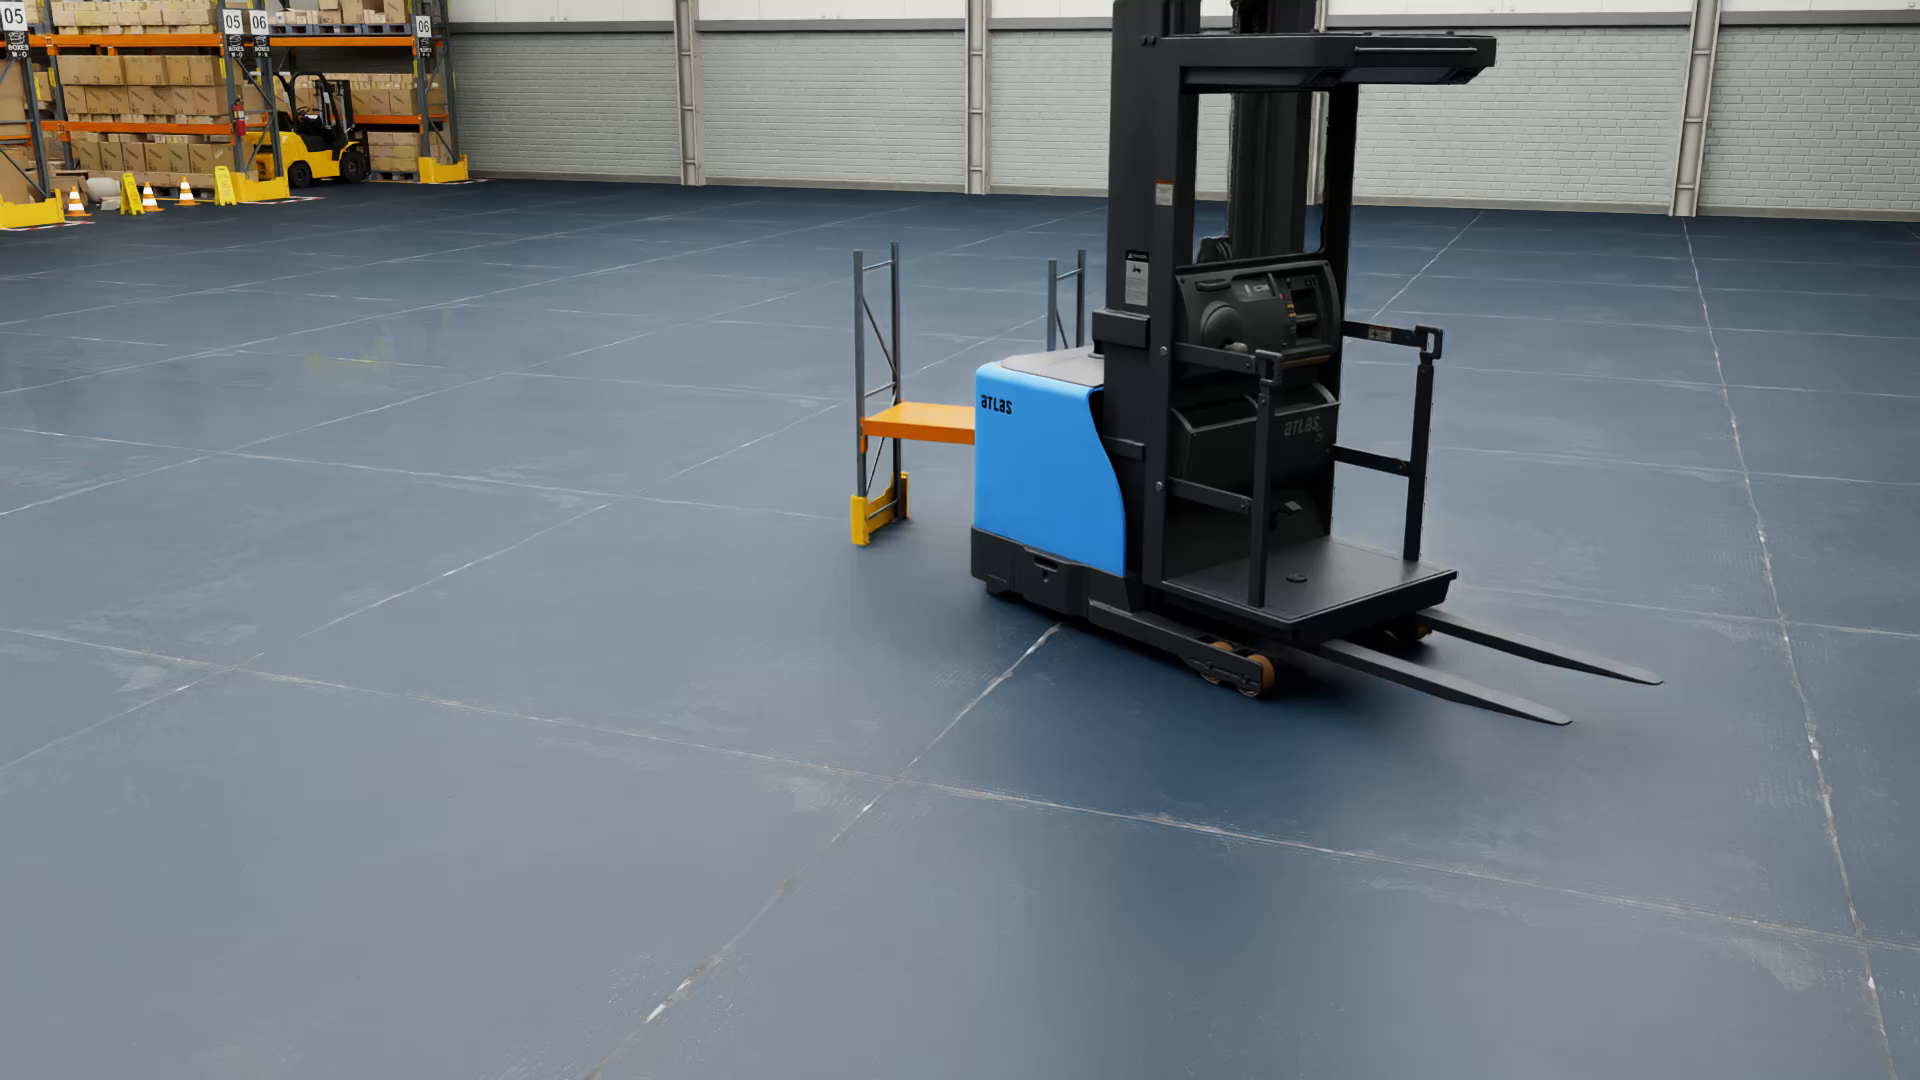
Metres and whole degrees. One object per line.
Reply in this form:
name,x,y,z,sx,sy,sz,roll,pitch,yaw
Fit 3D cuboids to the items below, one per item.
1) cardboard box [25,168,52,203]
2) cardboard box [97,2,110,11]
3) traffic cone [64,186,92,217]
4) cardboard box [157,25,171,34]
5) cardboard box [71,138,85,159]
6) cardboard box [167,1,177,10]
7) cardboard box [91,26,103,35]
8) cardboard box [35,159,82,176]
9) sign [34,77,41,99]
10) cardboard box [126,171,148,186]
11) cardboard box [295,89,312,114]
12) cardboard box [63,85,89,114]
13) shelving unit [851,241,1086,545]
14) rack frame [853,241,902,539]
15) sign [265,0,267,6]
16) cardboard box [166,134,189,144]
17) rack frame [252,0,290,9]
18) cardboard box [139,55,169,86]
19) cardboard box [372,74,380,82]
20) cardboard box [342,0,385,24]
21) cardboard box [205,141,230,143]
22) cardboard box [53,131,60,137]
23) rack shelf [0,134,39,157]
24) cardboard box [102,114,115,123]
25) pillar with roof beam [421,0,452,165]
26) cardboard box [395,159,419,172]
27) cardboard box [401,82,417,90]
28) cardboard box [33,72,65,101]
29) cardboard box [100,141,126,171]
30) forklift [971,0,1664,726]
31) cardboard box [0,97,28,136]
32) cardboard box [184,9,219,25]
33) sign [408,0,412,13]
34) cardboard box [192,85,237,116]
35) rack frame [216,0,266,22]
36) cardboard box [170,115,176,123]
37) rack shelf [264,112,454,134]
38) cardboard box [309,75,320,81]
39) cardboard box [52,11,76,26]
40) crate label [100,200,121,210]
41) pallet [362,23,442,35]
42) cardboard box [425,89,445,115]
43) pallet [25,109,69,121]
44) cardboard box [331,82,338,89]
cardboard box,-15.771,-5.952,28.030,0.503,0.637,0.797,6,17,21
cardboard box,-14.904,-9.370,29.209,0.250,0.149,0.380,6,17,19
traffic cone,-14.030,-5.379,26.373,0.334,0.463,0.336,6,17,21
cardboard box,-13.708,-8.862,28.891,0.250,0.149,0.380,6,17,20
cardboard box,-19.381,-8.671,36.891,0.500,0.500,0.500,7,18,23
cardboard box,-13.445,-9.227,28.717,0.250,0.149,0.380,6,17,21
cardboard box,-15.144,-9.029,29.465,0.250,0.149,0.380,7,18,22
cardboard box,-16.545,-6.871,30.922,0.625,0.372,0.950,7,17,21
sign,-13.848,-6.772,24.926,0.005,0.325,0.100,6,17,21
cardboard box,-14.611,-6.524,29.944,0.500,0.250,0.500,6,17,20
cardboard box,-13.431,-9.052,34.295,0.500,0.500,0.500,7,17,22
cardboard box,-15.749,-7.952,29.972,0.500,0.500,0.500,6,17,20
shelving unit,0.042,-0.723,8.474,1.083,1.500,0.587,6,17,21
rack frame,-0.422,-0.774,8.650,0.032,1.500,0.500,6,17,21
sign,-12.136,-9.470,28.966,0.005,0.325,0.100,6,17,21
cardboard box,-13.775,-7.083,29.362,0.250,0.149,0.380,7,17,22
rack frame,-14.238,-12.047,34.031,0.127,3.000,1.000,6,17,21
cardboard box,-13.871,-8.215,29.085,0.500,0.500,0.700,6,17,20
cardboard box,-11.626,-9.323,33.531,0.250,0.149,0.380,6,17,21
cardboard box,-11.934,-10.608,33.341,0.500,0.500,0.700,6,17,21
cardboard box,-13.494,-6.919,29.961,0.500,0.500,0.500,6,17,19
cardboard box,-19.945,-9.054,37.048,0.250,0.149,0.380,6,17,21
rack shelf,-15.918,-6.034,25.369,4.000,0.370,1.077,6,17,21
cardboard box,-15.151,-7.576,29.841,0.250,0.149,0.380,7,18,22
pillar with roof beam,-12.414,-10.826,29.826,0.400,9.000,9.100,6,17,21
cardboard box,-11.070,-7.604,33.666,0.500,0.250,0.500,6,17,21
cardboard box,-10.942,-9.079,33.225,0.250,0.149,0.380,7,17,21
cardboard box,-16.570,-8.259,30.275,0.500,0.500,0.500,6,17,20
cardboard box,-15.104,-6.938,30.024,0.500,0.500,0.500,7,18,23
forklift,1.370,-0.947,6.677,1.130,2.935,3.031,-13,21,-37
cardboard box,-14.419,-6.273,24.633,0.550,0.550,0.875,6,17,21
cardboard box,-12.910,-8.963,28.523,0.500,0.250,0.500,6,17,20
sign,-10.729,-10.445,32.447,0.005,0.325,0.100,6,17,21
cardboard box,-12.941,-7.644,28.911,0.500,0.500,0.500,6,17,20
rack frame,-12.335,-10.350,28.185,0.127,3.000,1.000,6,17,21
cardboard box,-13.706,-7.441,29.377,0.250,0.149,0.380,7,17,21
rack shelf,-12.378,-8.616,34.263,4.000,0.370,1.077,6,17,21
cardboard box,-13.080,-9.459,34.001,0.250,0.149,0.380,6,17,20
cardboard box,-15.747,-9.274,29.593,0.500,0.250,0.500,6,17,19
crate label,-14.053,-5.546,27.530,0.298,0.136,0.250,-2,16,-8
pallet,-11.165,-10.234,33.324,1.213,0.211,1.003,6,17,21
cardboard box,-10.876,-8.928,33.866,0.500,0.500,0.500,7,18,22
pallet,-16.714,-7.902,30.857,1.213,0.211,1.003,6,17,21
cardboard box,-12.607,-9.261,33.853,0.250,0.149,0.380,6,17,19
